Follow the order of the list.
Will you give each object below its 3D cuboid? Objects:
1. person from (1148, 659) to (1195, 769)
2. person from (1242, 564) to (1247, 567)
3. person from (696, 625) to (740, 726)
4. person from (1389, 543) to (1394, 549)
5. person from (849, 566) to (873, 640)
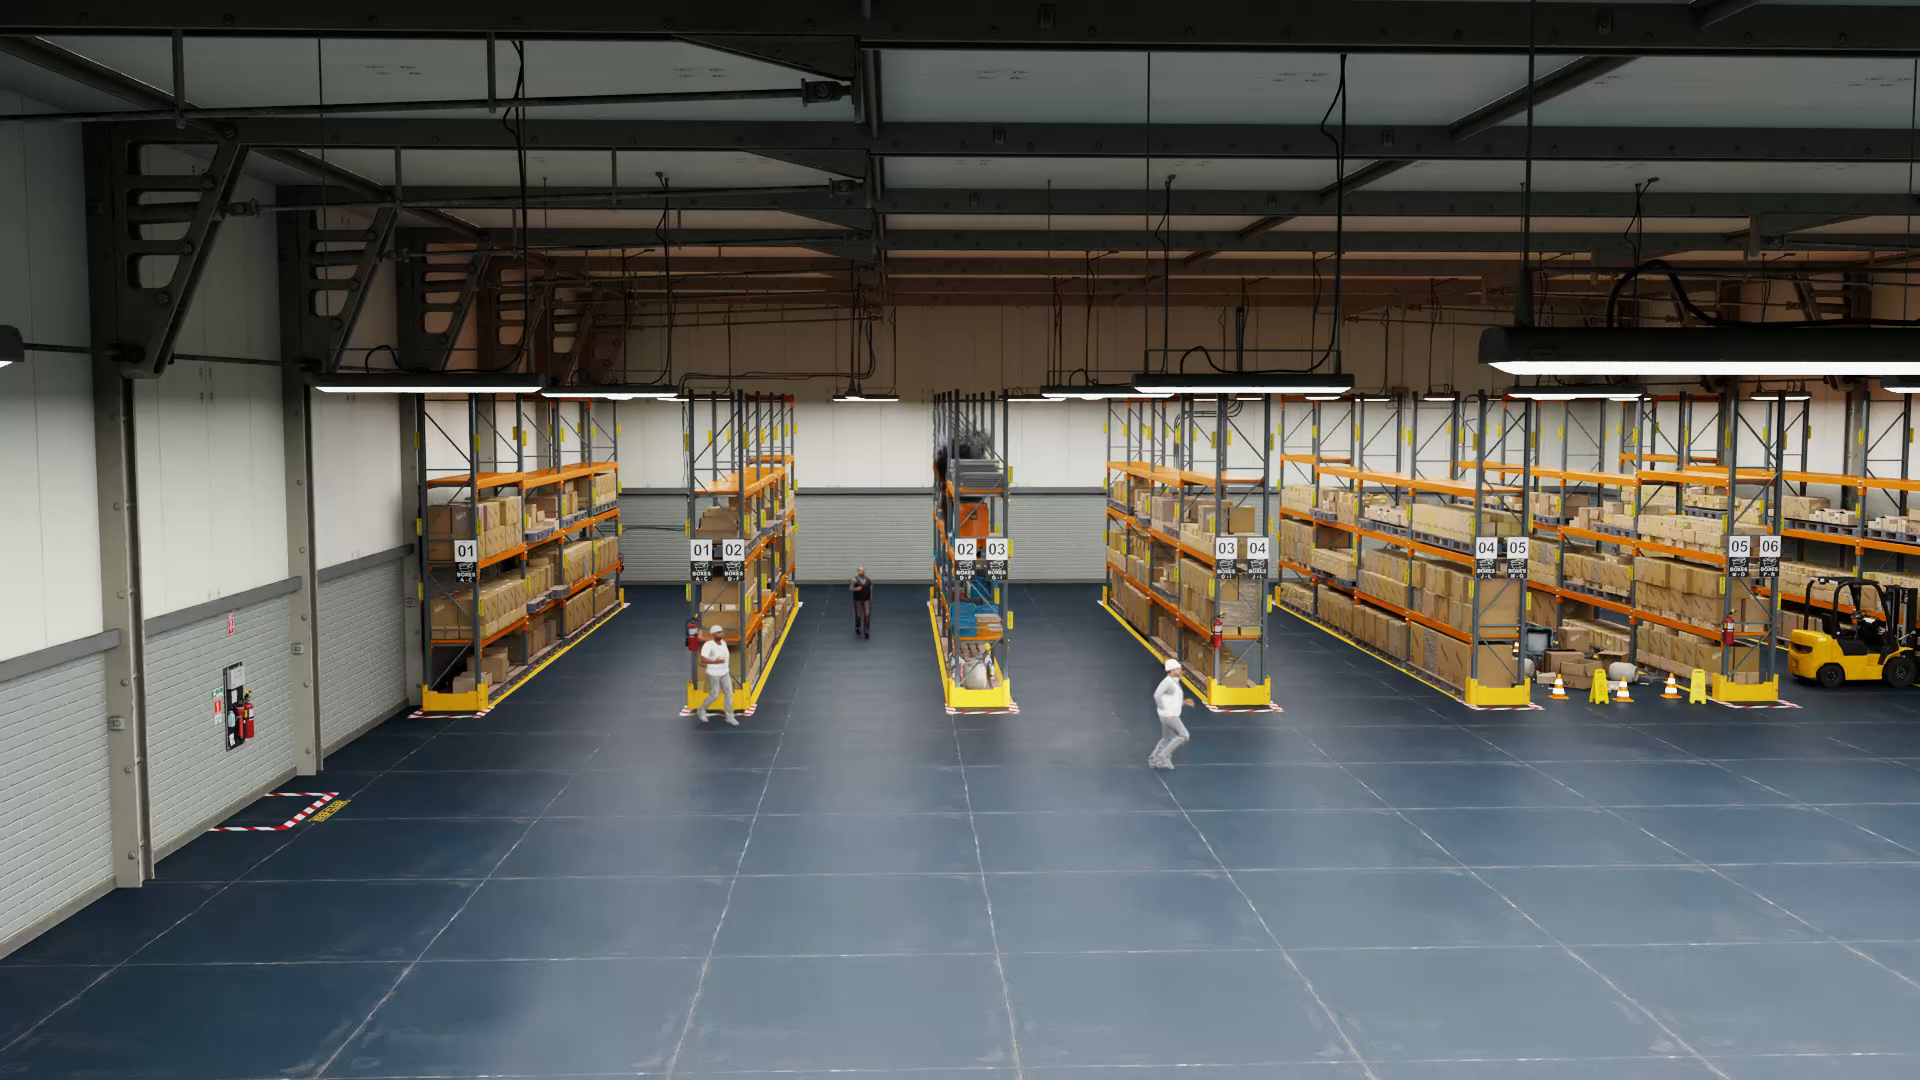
[{"bbox_3d":[3.314,2.722,26.056,0.724,1.723,0.584,1,5,13],"label":"person"},{"bbox_3d":[7.874,1.032,47.261,0.719,1.689,0.884,0,5,5],"label":"person"},{"bbox_3d":[-4.329,2.408,29.662,0.867,1.785,0.704,3,6,36],"label":"person"},{"bbox_3d":[12.877,0.893,49.297,0.751,1.668,0.586,0,5,-1],"label":"person"},{"bbox_3d":[-2.404,1.523,40.773,0.643,1.758,0.808,-1,5,-13],"label":"person"}]
